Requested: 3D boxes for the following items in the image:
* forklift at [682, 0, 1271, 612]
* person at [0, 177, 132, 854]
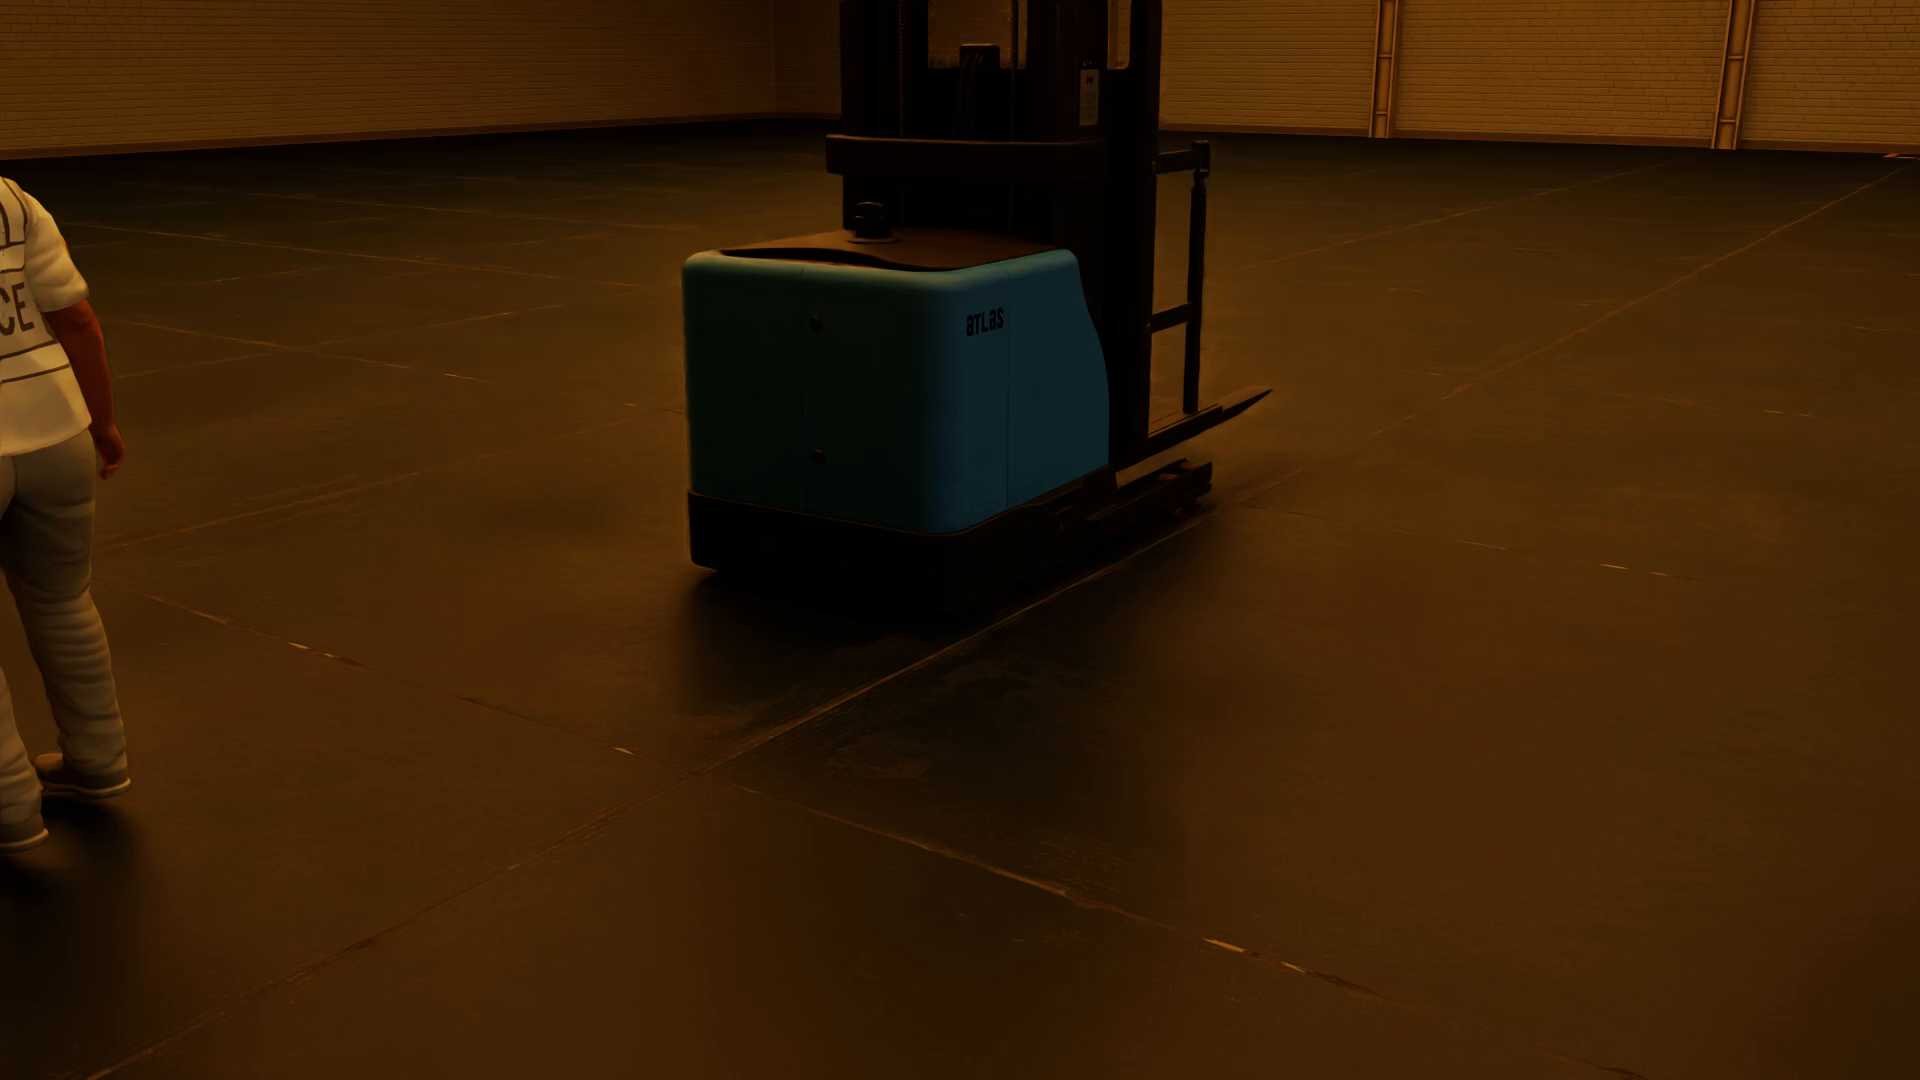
[{"bbox_3d":[0.315,-1.555,6.031,1.130,2.935,3.031,10,19,30],"label":"forklift"},{"bbox_3d":[-2.076,-0.172,3.493,0.437,1.663,0.611,10,19,31],"label":"person"}]
